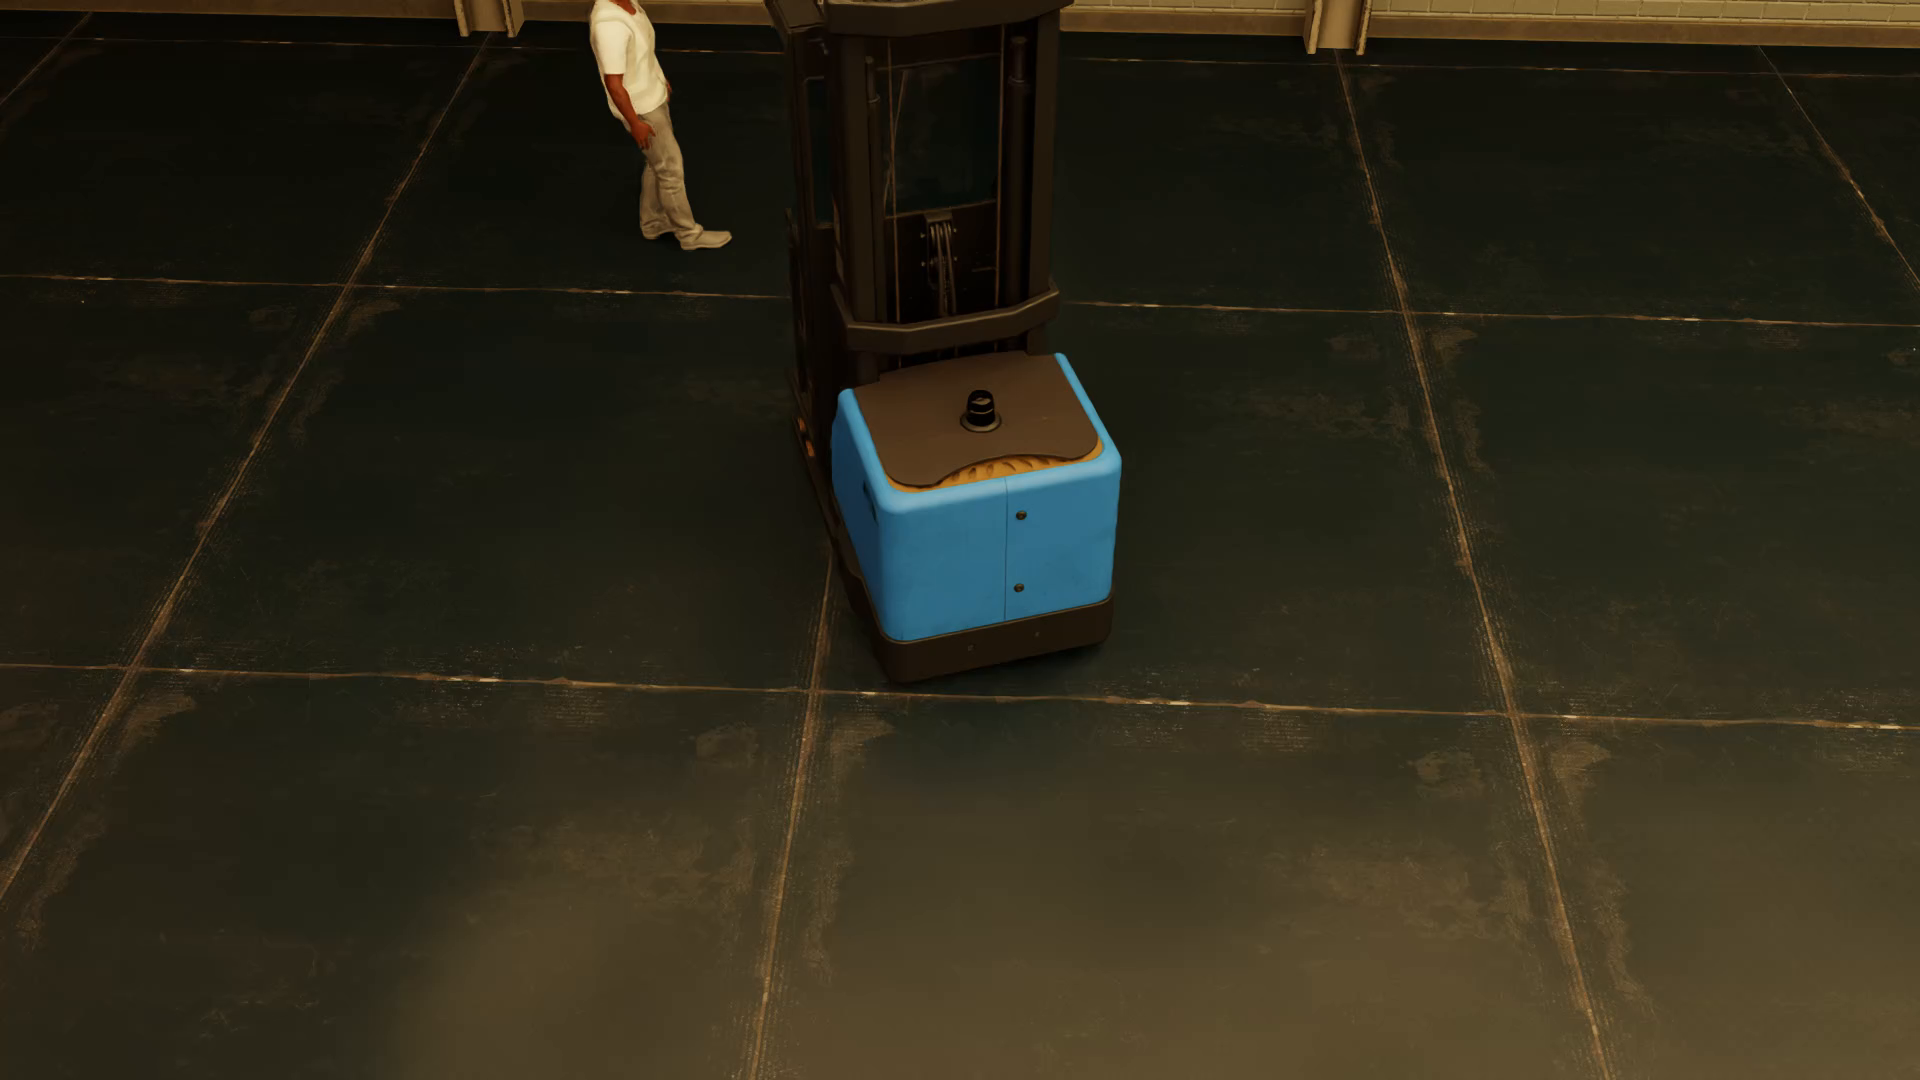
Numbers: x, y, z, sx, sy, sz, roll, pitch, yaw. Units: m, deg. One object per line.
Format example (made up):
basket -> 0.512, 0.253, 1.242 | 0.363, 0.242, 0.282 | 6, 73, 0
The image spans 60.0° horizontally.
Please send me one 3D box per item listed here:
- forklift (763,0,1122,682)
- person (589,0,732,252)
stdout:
forklift -> -0.223, -1.479, 7.363 | 1.130, 2.935, 3.031 | -11, 44, -12
person -> -1.675, -2.467, 9.320 | 0.652, 1.756, 0.677 | -1, 42, -1
